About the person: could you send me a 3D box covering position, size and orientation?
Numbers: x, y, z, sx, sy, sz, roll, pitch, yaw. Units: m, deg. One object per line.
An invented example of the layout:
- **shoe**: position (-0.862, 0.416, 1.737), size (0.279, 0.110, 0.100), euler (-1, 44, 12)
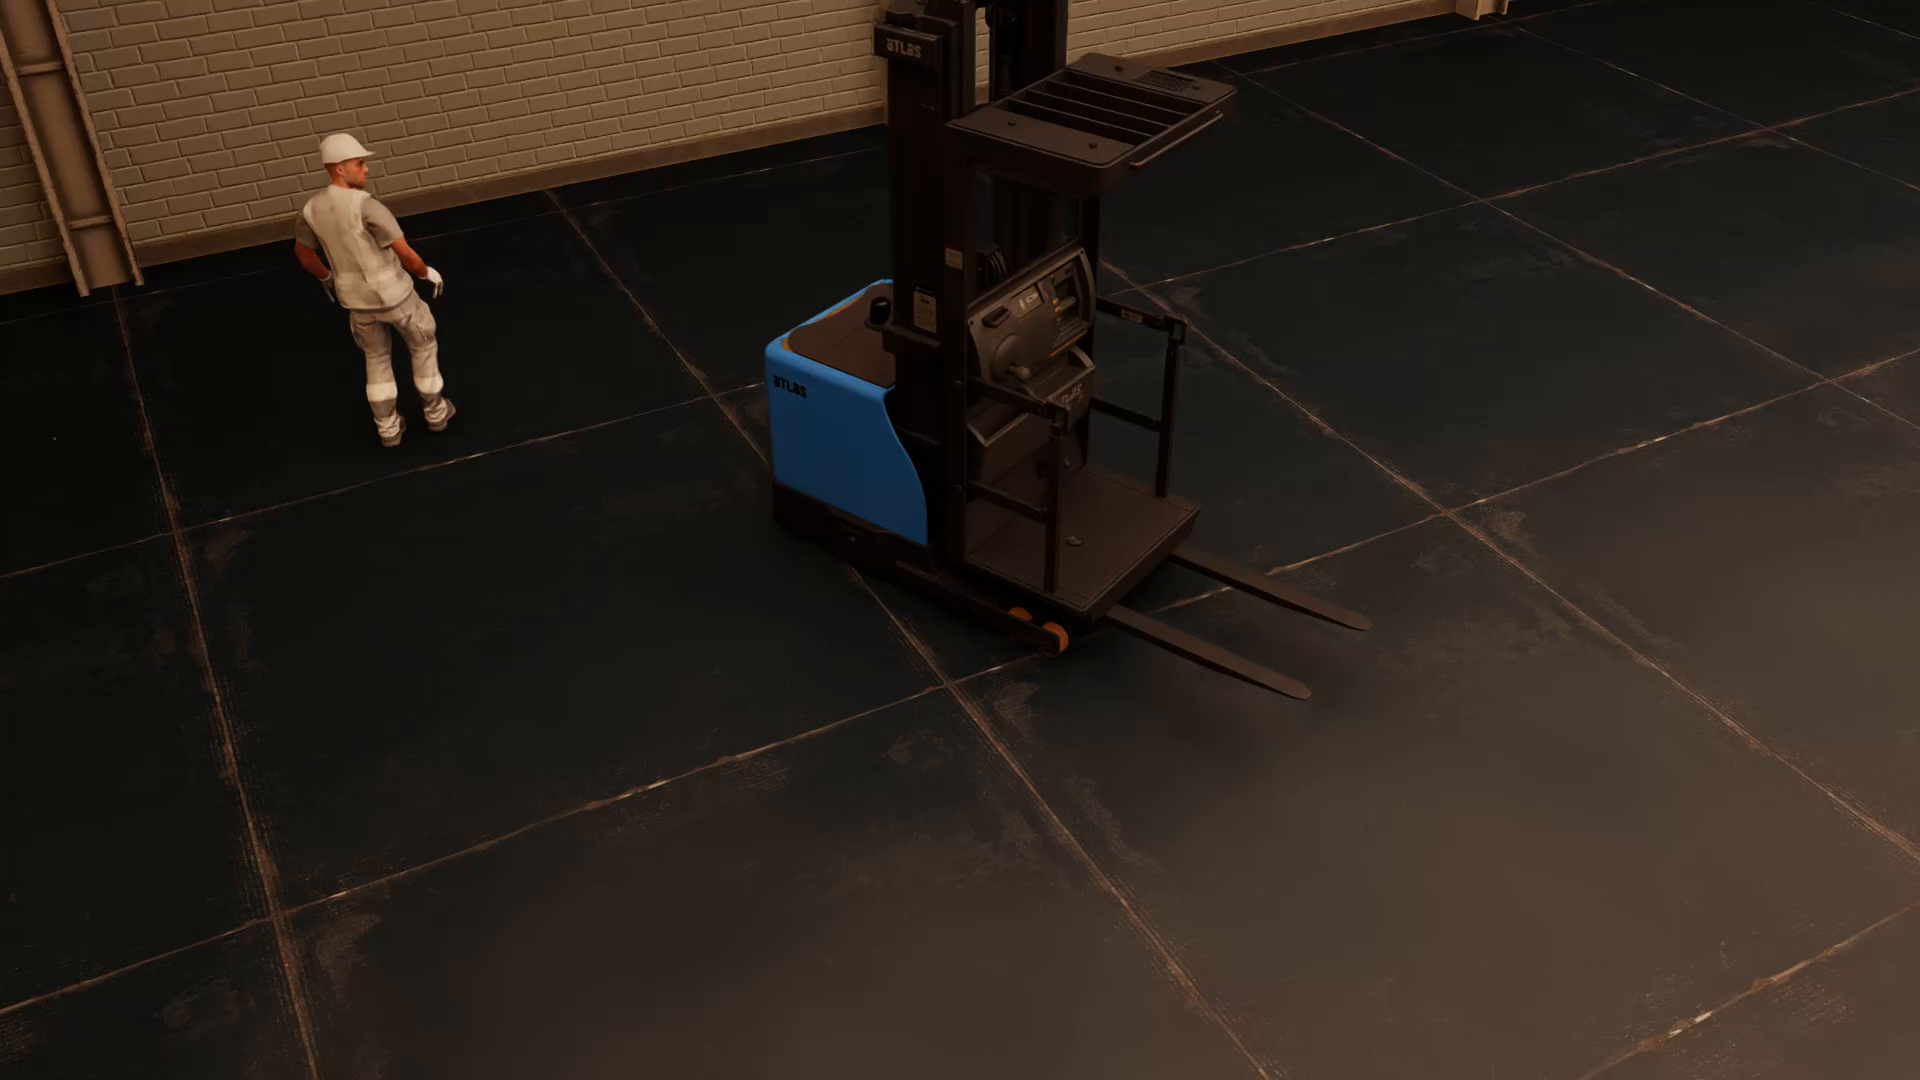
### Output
- **person**: position (-3.174, -1.366, 9.075), size (0.749, 1.757, 0.505), euler (4, 35, 6)

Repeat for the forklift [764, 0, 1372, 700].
- **forklift**: position (0.503, -0.991, 7.525), size (3.031, 2.935, 1.130), euler (23, 41, 29)
